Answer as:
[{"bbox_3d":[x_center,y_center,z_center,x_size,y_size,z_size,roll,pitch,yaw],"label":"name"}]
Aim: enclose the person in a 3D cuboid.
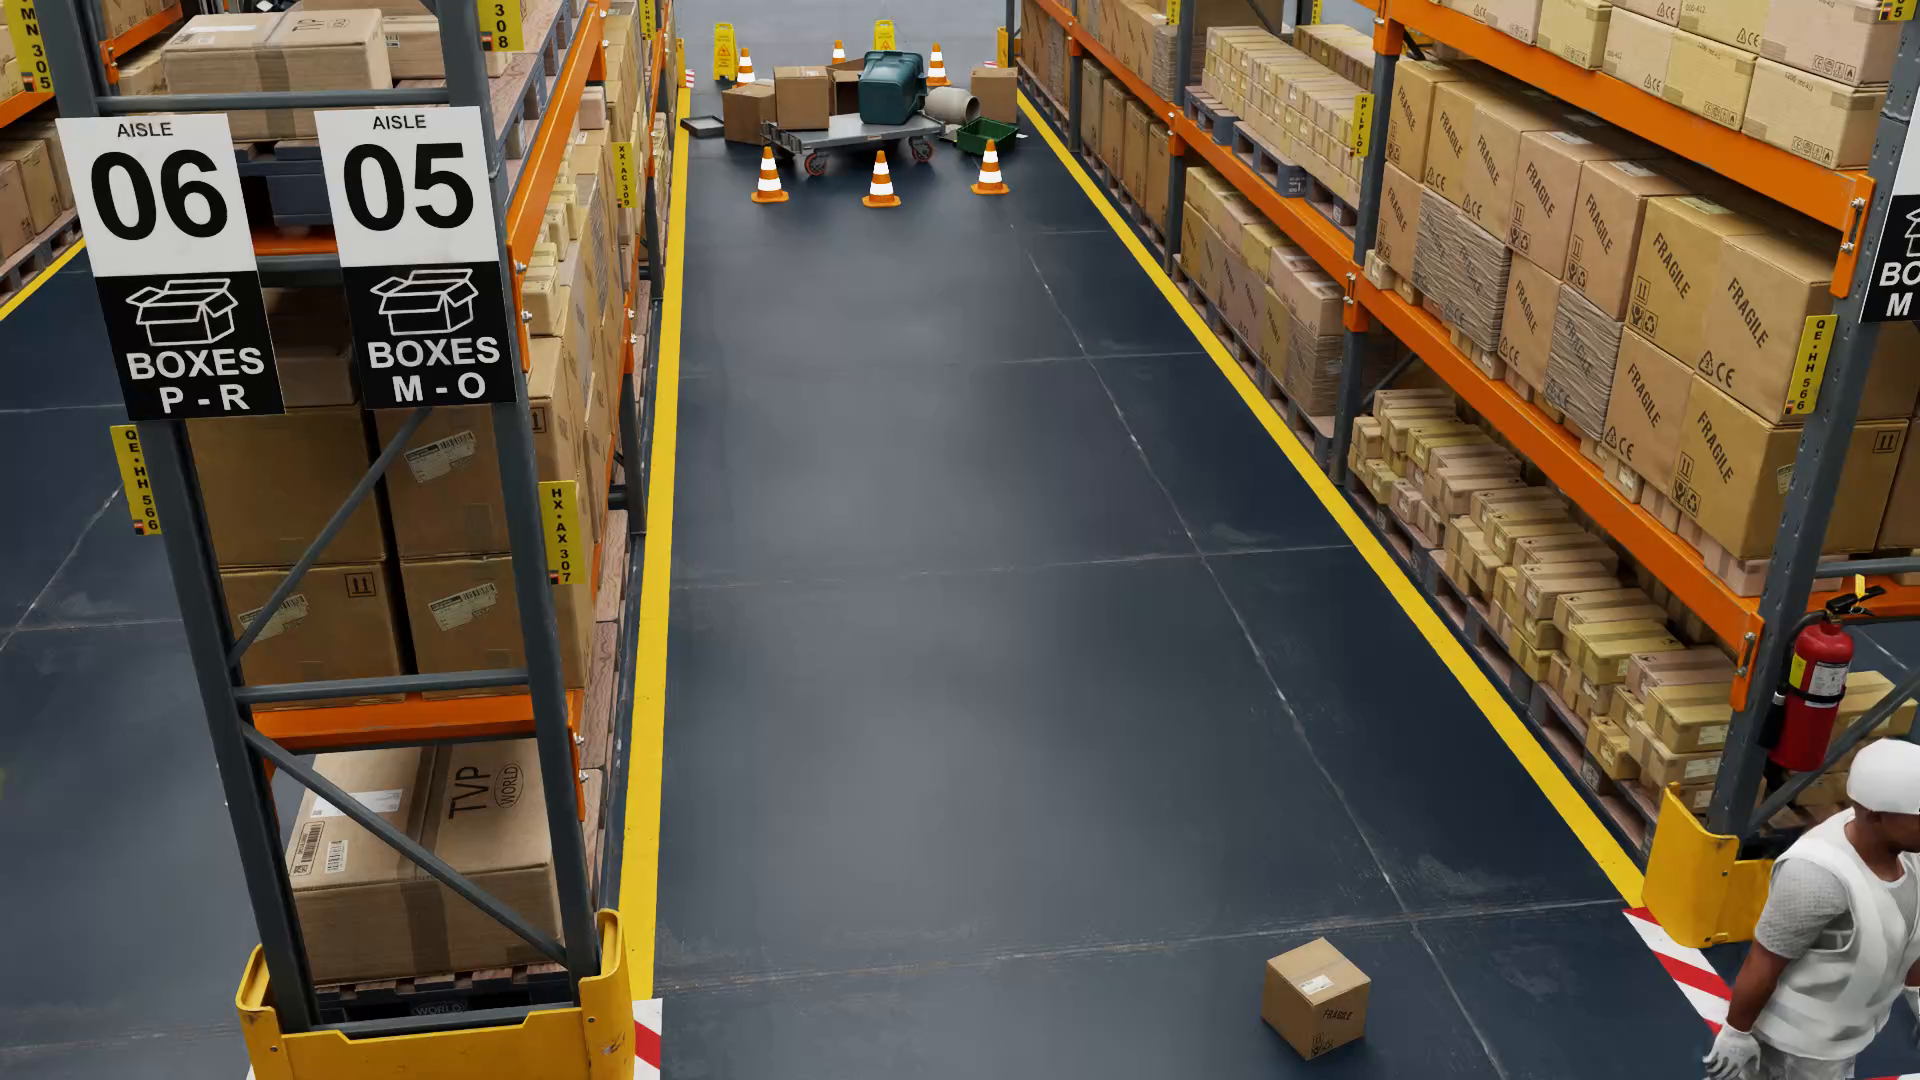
[{"bbox_3d":[2.384,1.319,4.476,0.591,1.779,0.850,-22,34,-36],"label":"person"}]
